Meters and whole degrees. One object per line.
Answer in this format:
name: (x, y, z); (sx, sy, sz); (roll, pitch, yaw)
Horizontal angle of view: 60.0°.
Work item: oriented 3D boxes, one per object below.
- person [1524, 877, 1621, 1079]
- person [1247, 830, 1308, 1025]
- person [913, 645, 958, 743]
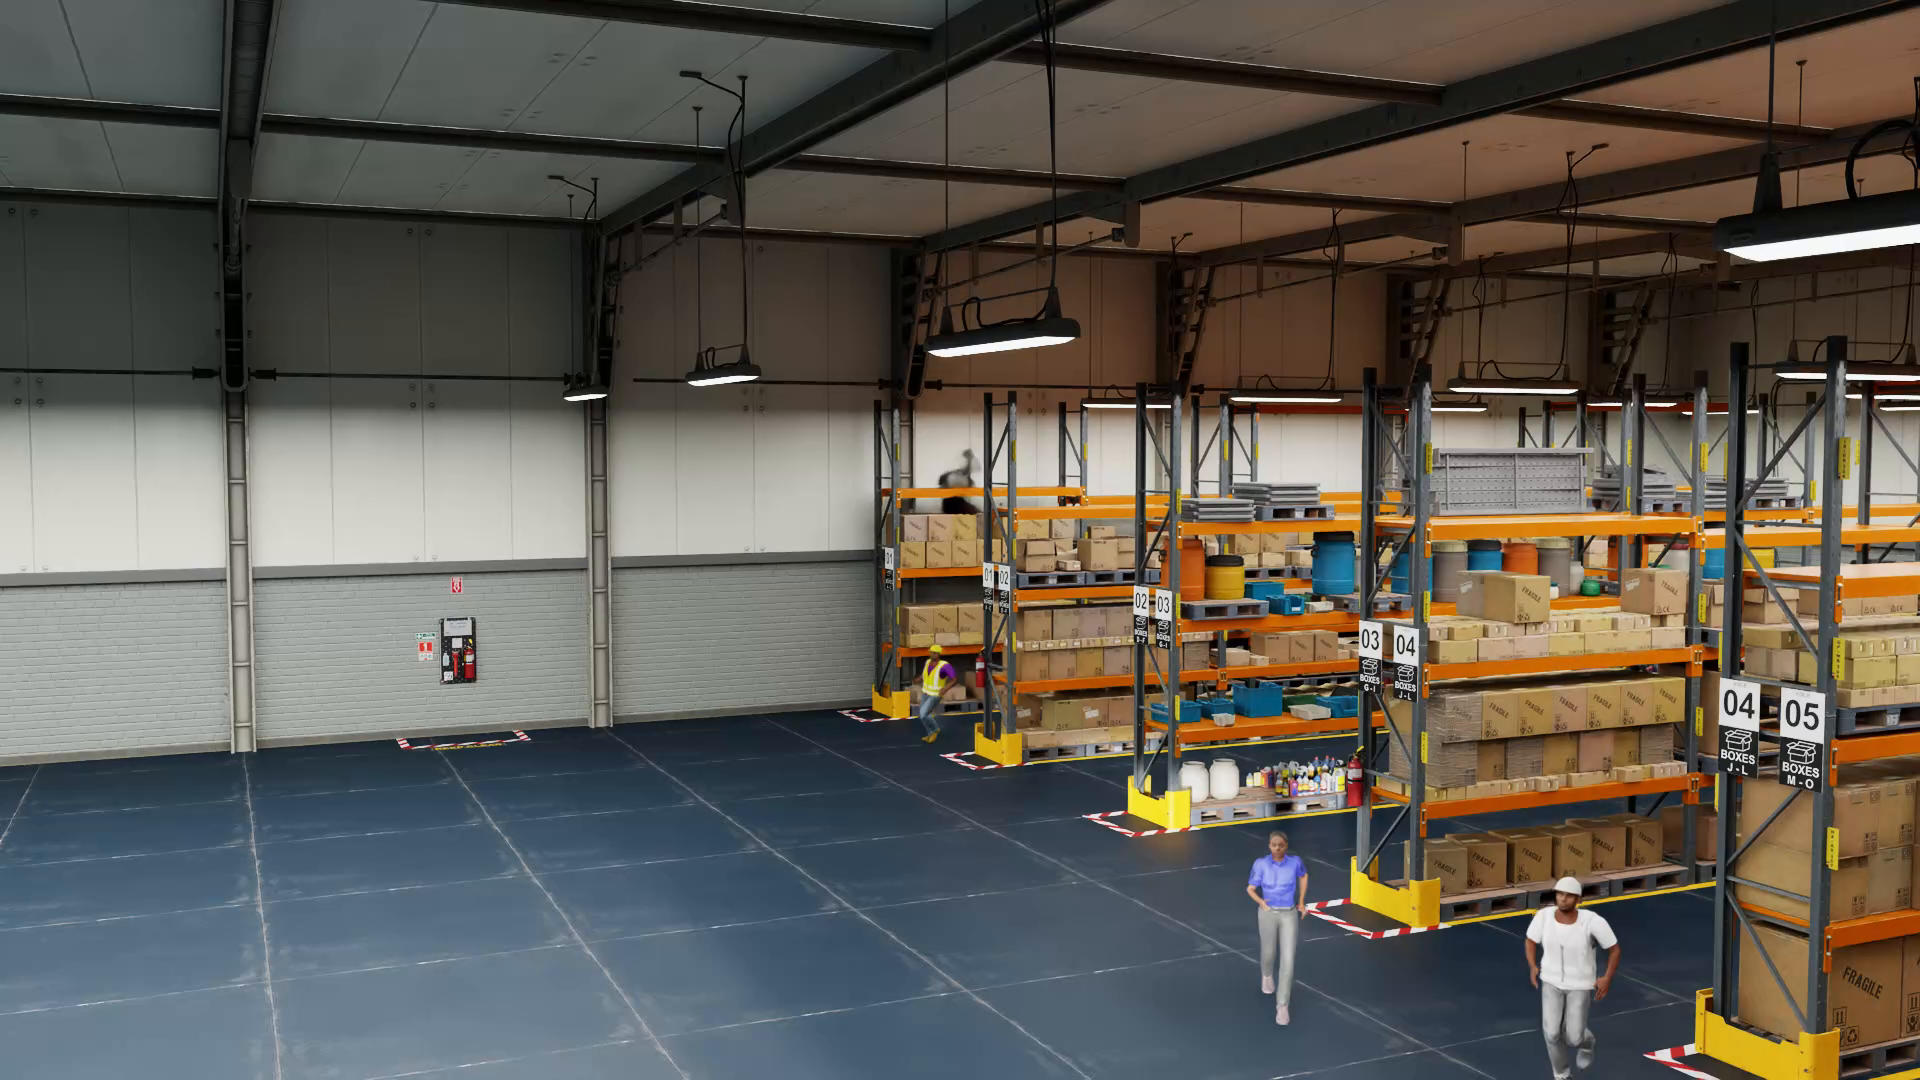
person: (4.887, 3.530, 13.317); (0.733, 1.722, 0.605); (2, 4, 33)
person: (2.896, 3.457, 15.178); (0.552, 1.673, 0.914); (1, 3, 10)
person: (-0.473, 2.625, 28.301); (0.598, 1.708, 0.703); (-3, 4, -40)
